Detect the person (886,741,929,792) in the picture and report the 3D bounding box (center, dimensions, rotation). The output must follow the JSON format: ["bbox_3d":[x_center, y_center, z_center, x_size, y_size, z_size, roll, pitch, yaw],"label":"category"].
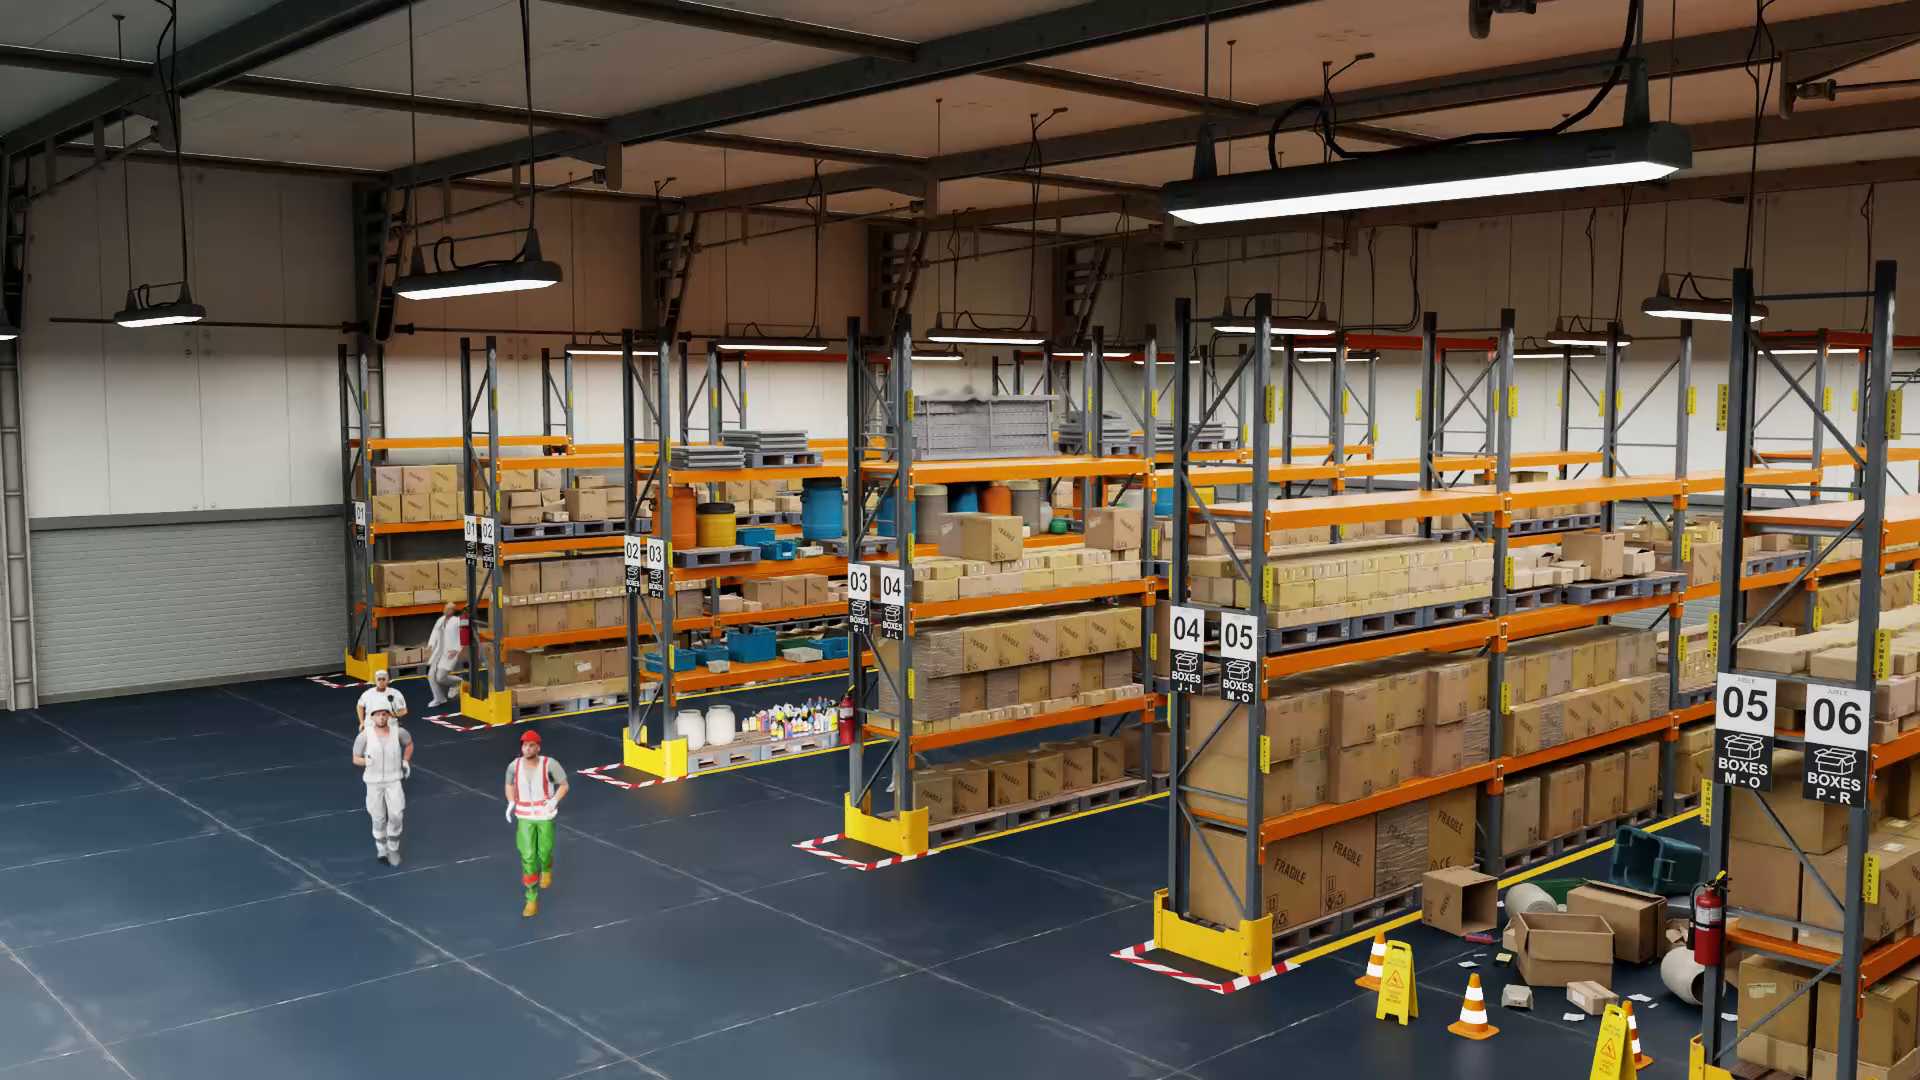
[{"bbox_3d":[-0.706,2.438,21.608,0.550,1.586,0.750,4,6,37],"label":"person"}]

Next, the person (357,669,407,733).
[{"bbox_3d":[-7.237,2.455,20.856,0.594,1.689,0.895,-2,5,-20],"label":"person"}]

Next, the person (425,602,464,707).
[{"bbox_3d":[-8.400,1.881,27.367,0.764,1.737,0.612,3,6,27],"label":"person"}]

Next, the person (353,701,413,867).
[{"bbox_3d":[-6.257,2.661,18.082,0.635,1.809,0.681,-2,5,-20],"label":"person"}]

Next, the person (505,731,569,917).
[{"bbox_3d":[-4.242,2.780,16.680,0.646,1.795,0.836,0,5,-4],"label":"person"}]
